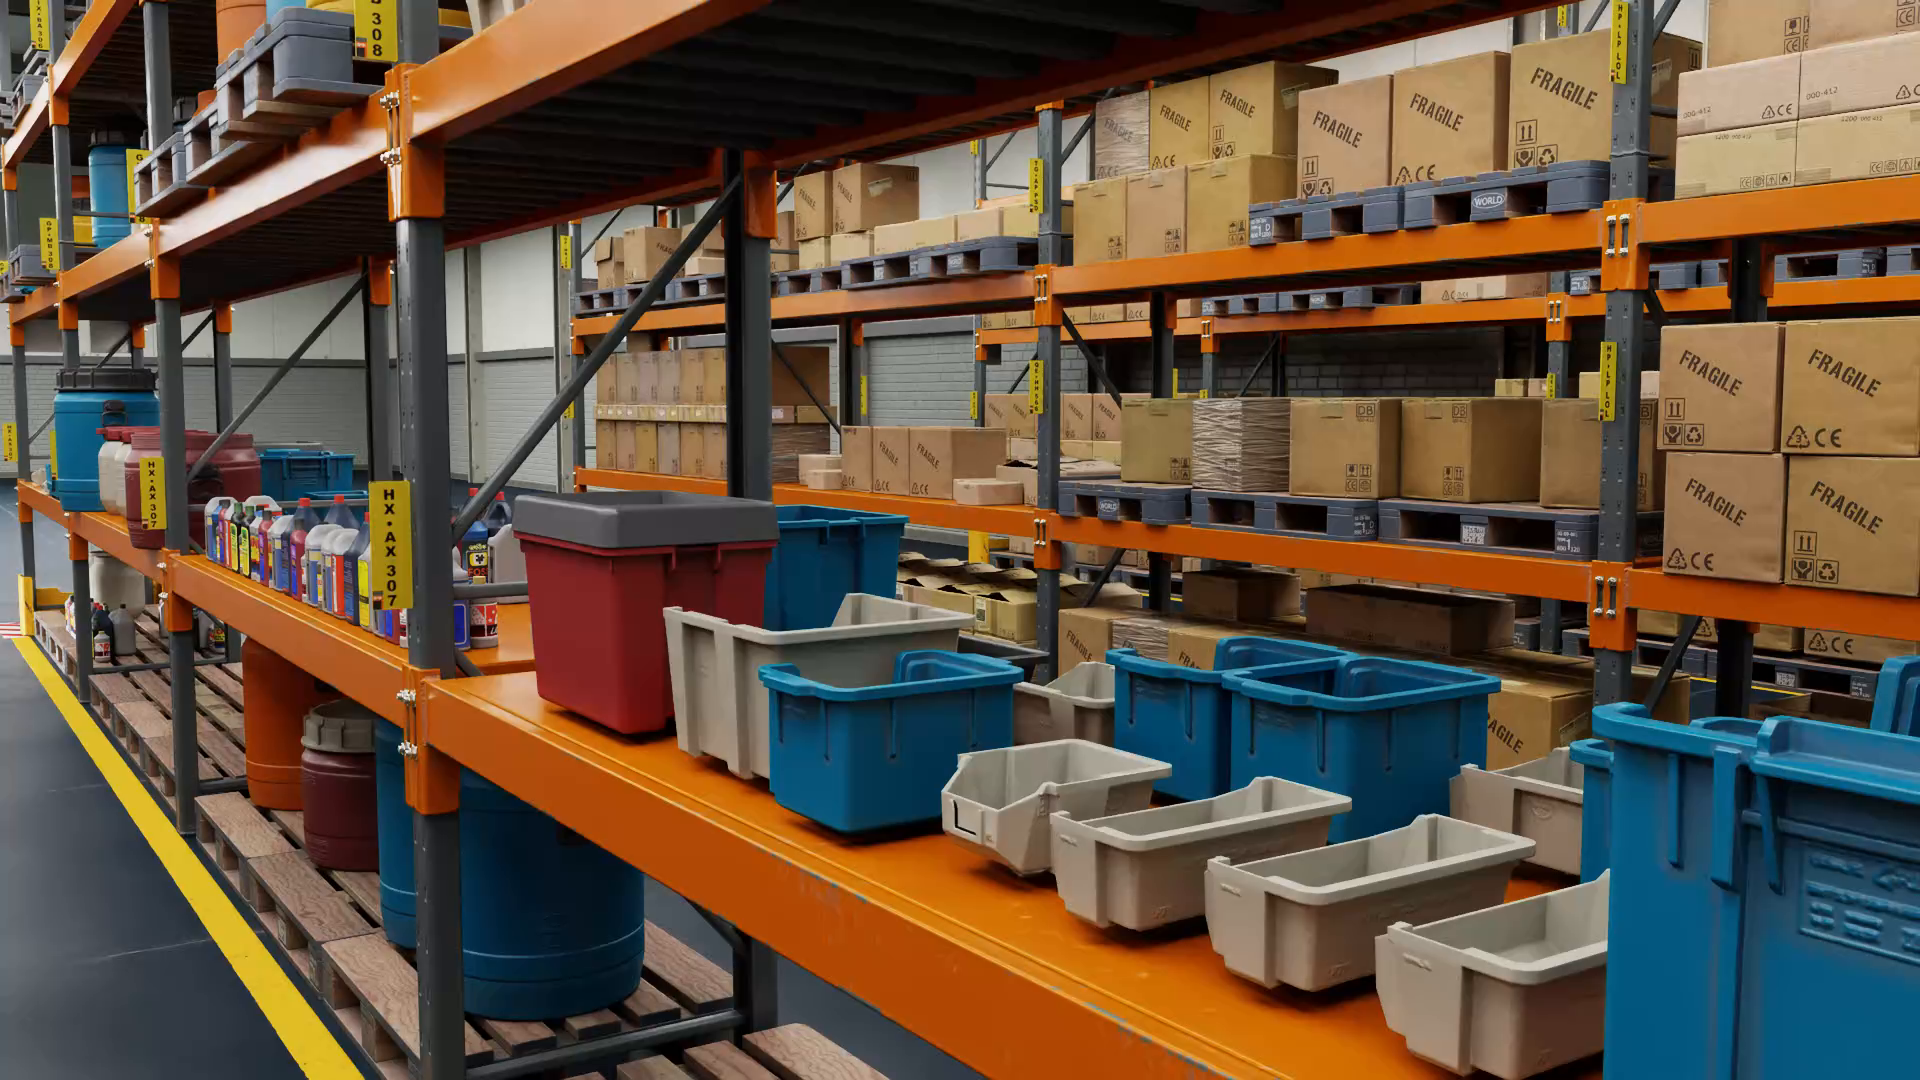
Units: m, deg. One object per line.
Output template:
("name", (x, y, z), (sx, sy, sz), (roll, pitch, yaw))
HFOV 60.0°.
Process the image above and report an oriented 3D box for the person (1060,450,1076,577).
("person", (0.933, -0.034, 14.729), (0.491, 1.588, 0.408), (-3, 6, -34))
